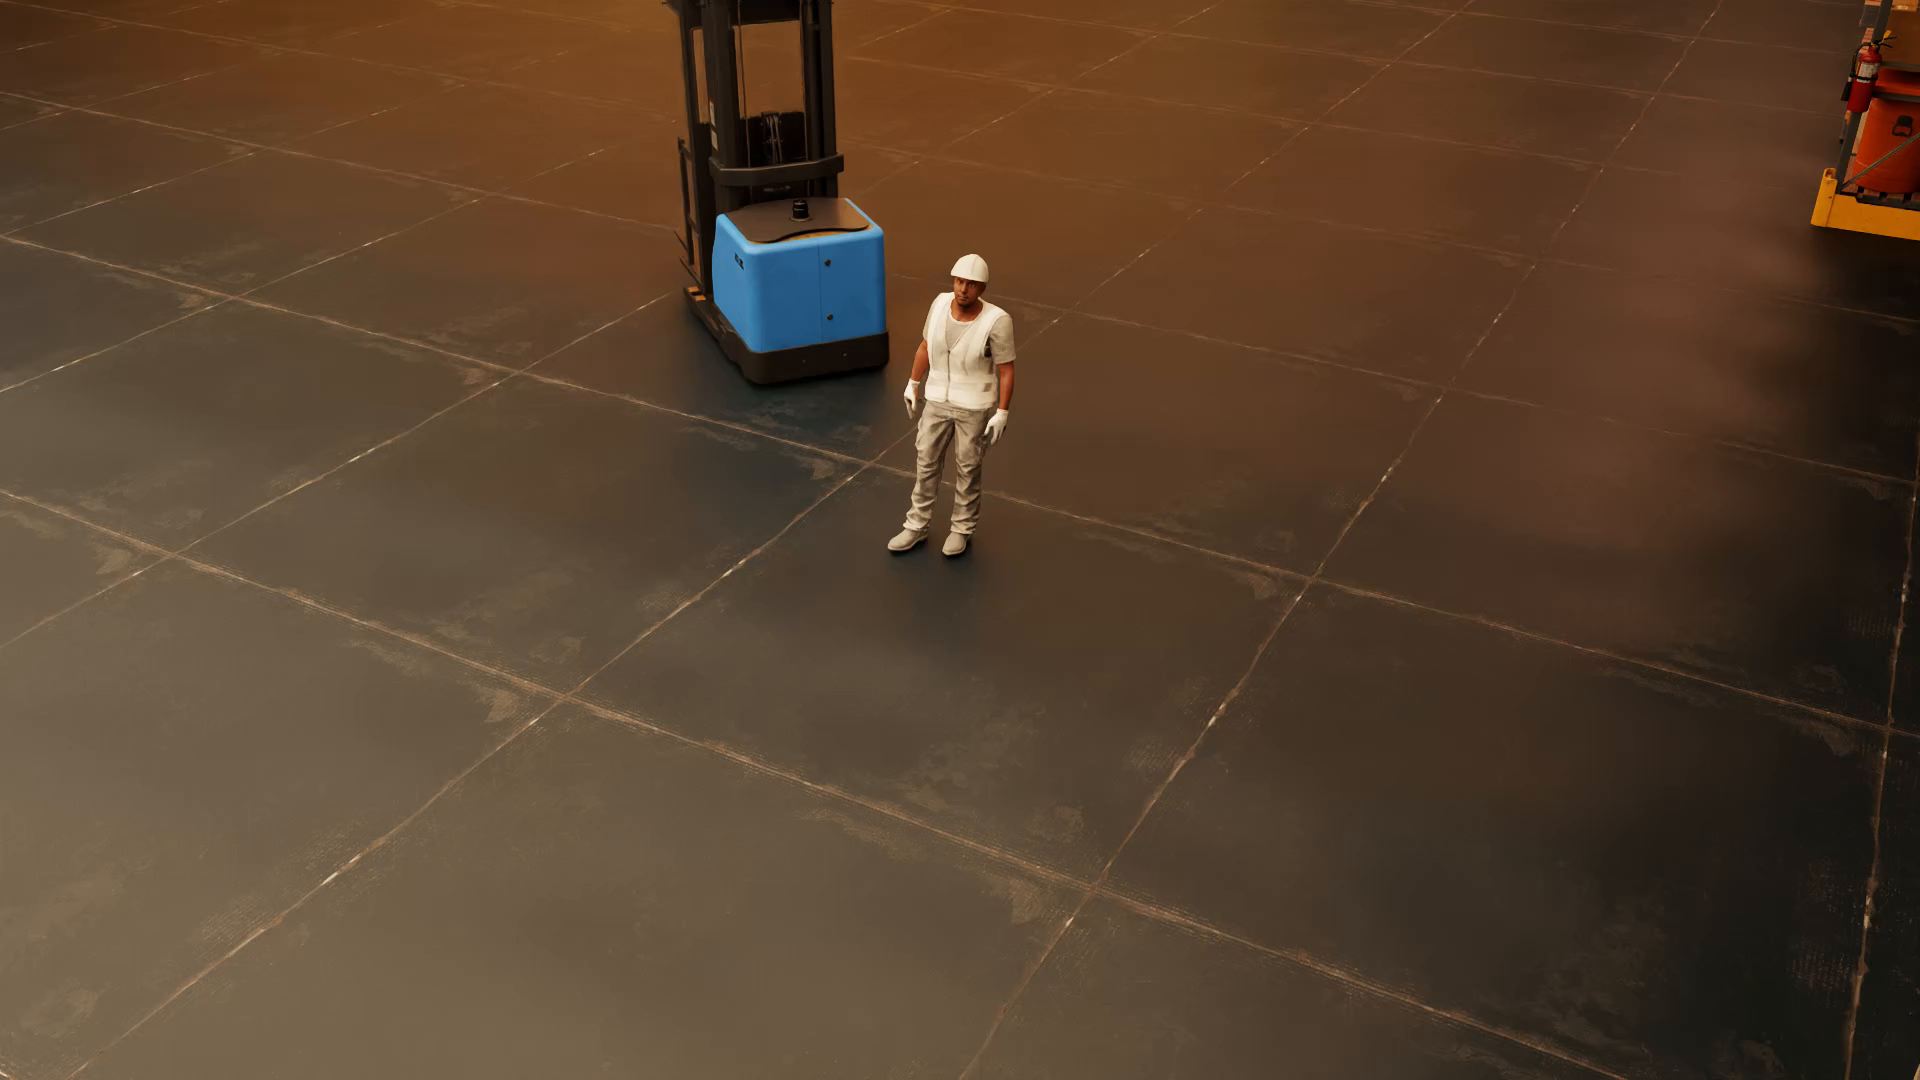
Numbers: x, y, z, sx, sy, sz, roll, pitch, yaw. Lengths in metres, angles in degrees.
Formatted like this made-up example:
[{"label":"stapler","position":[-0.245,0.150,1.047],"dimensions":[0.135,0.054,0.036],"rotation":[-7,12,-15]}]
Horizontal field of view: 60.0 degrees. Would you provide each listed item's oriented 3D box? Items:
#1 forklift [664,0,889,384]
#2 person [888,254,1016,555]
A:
[{"label":"forklift","position":[-1.545,-3.095,12.433],"dimensions":[1.130,2.935,3.031],"rotation":[-12,32,-19]},{"label":"person","position":[-0.042,-0.748,9.502],"dimensions":[0.656,1.784,0.575],"rotation":[15,33,25]}]
